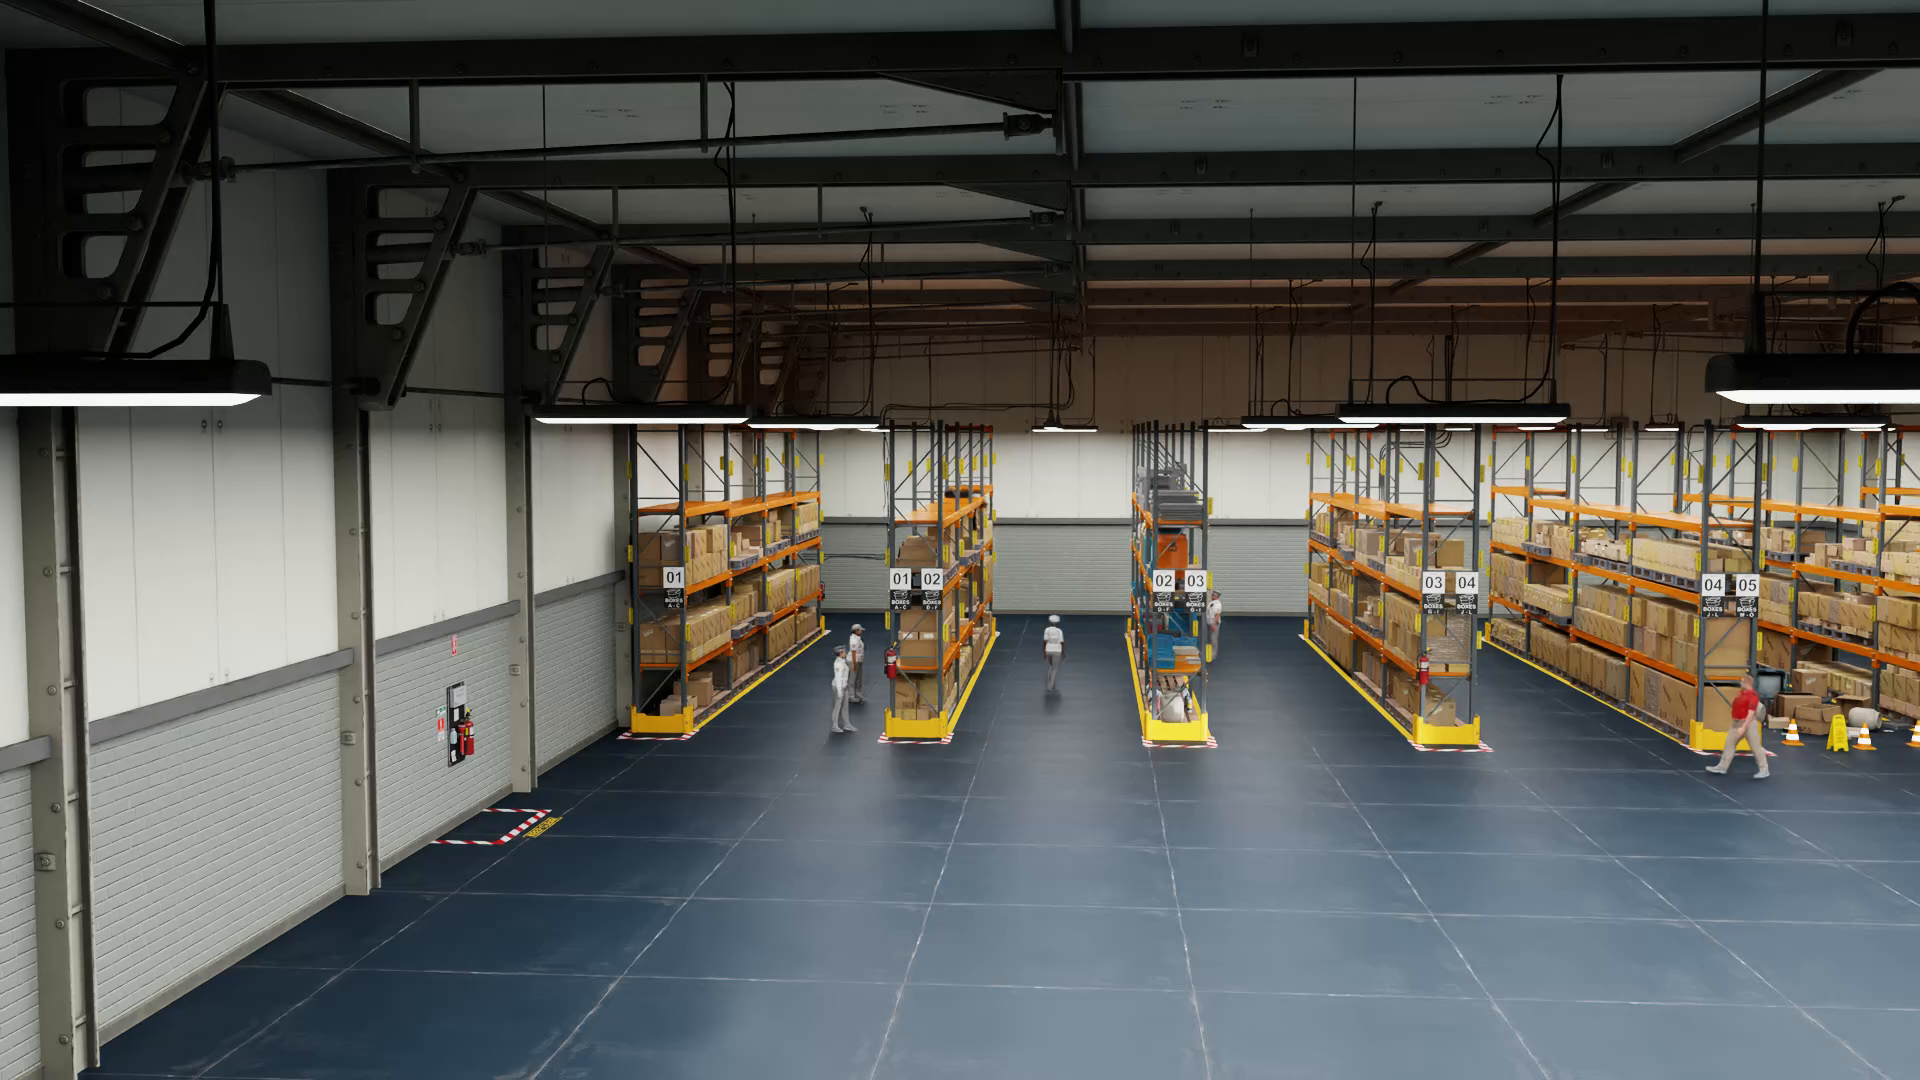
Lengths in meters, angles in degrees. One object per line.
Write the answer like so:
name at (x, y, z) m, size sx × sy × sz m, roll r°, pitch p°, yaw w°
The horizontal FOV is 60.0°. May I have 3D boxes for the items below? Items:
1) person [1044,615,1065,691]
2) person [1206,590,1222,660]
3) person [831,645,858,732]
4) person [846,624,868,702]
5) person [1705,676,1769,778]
person at (2.129, 2.536, 37.100) m, size 0.443 × 1.724 × 0.462 m, roll 3°, pitch 5°, yaw 41°
person at (6.434, 2.169, 42.521) m, size 0.538 × 1.800 × 0.555 m, roll -2°, pitch 4°, yaw -32°
person at (-2.246, 2.867, 32.035) m, size 0.474 × 1.698 × 0.534 m, roll 1°, pitch 4°, yaw 9°
person at (-2.224, 2.637, 35.665) m, size 0.447 × 1.681 × 0.498 m, roll 0°, pitch 4°, yaw 6°
person at (13.053, 3.102, 27.832) m, size 0.810 × 1.693 × 0.677 m, roll -1°, pitch 4°, yaw -13°
